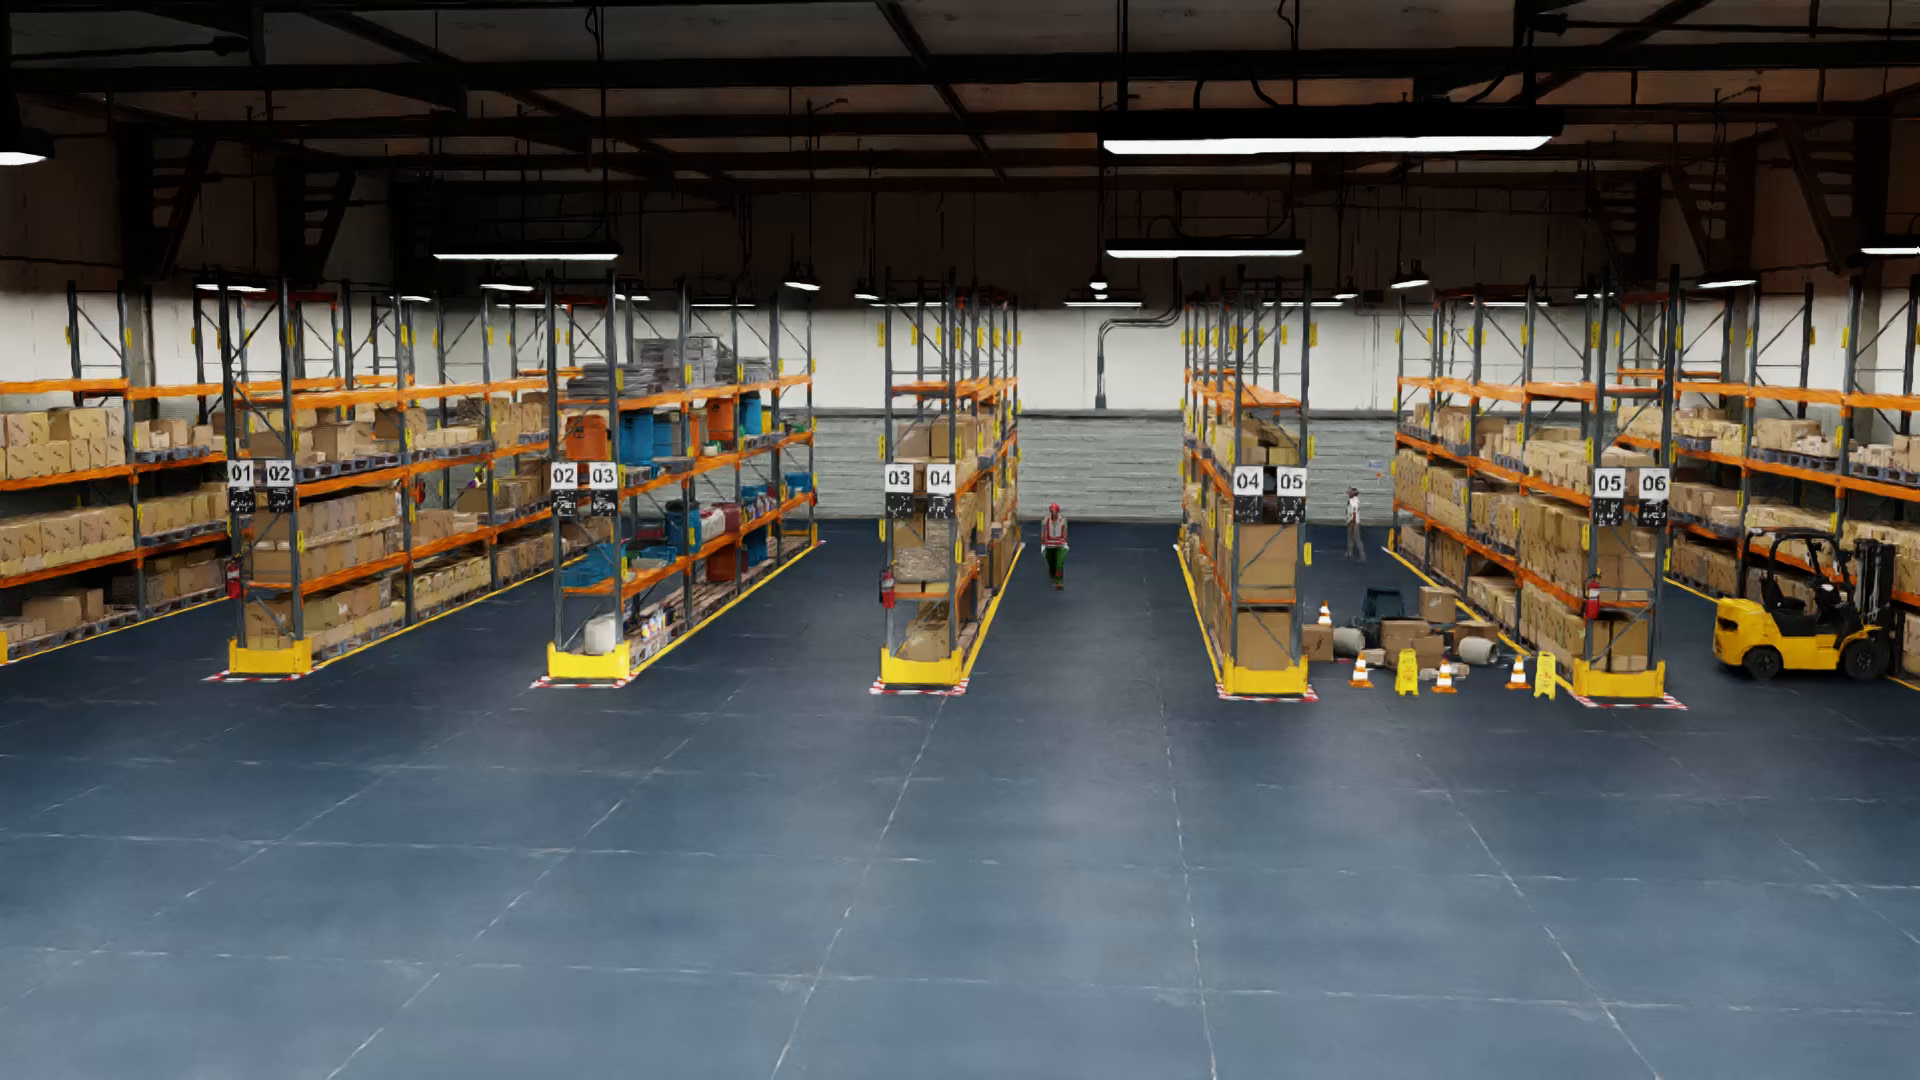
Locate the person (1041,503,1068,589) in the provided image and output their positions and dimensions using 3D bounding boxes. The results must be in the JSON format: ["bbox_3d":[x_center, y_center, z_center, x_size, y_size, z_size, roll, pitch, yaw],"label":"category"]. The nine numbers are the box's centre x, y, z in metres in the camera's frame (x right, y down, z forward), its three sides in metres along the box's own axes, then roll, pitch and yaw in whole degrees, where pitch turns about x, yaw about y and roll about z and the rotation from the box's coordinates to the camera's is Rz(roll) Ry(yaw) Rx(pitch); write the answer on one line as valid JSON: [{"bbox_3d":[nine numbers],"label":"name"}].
[{"bbox_3d":[1.889,0.096,33.333,0.553,1.706,1.123,1,7,7],"label":"person"}]

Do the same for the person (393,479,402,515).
[{"bbox_3d":[-12.724,-0.486,37.756,0.368,1.797,0.630,-1,7,-7],"label":"person"}]

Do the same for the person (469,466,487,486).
[{"bbox_3d":[-12.138,-0.987,42.044,0.464,1.772,0.661,4,8,31],"label":"person"}]

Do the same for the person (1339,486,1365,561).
[{"bbox_3d":[8.857,-0.378,37.464,0.566,1.663,0.657,1,7,10],"label":"person"}]
